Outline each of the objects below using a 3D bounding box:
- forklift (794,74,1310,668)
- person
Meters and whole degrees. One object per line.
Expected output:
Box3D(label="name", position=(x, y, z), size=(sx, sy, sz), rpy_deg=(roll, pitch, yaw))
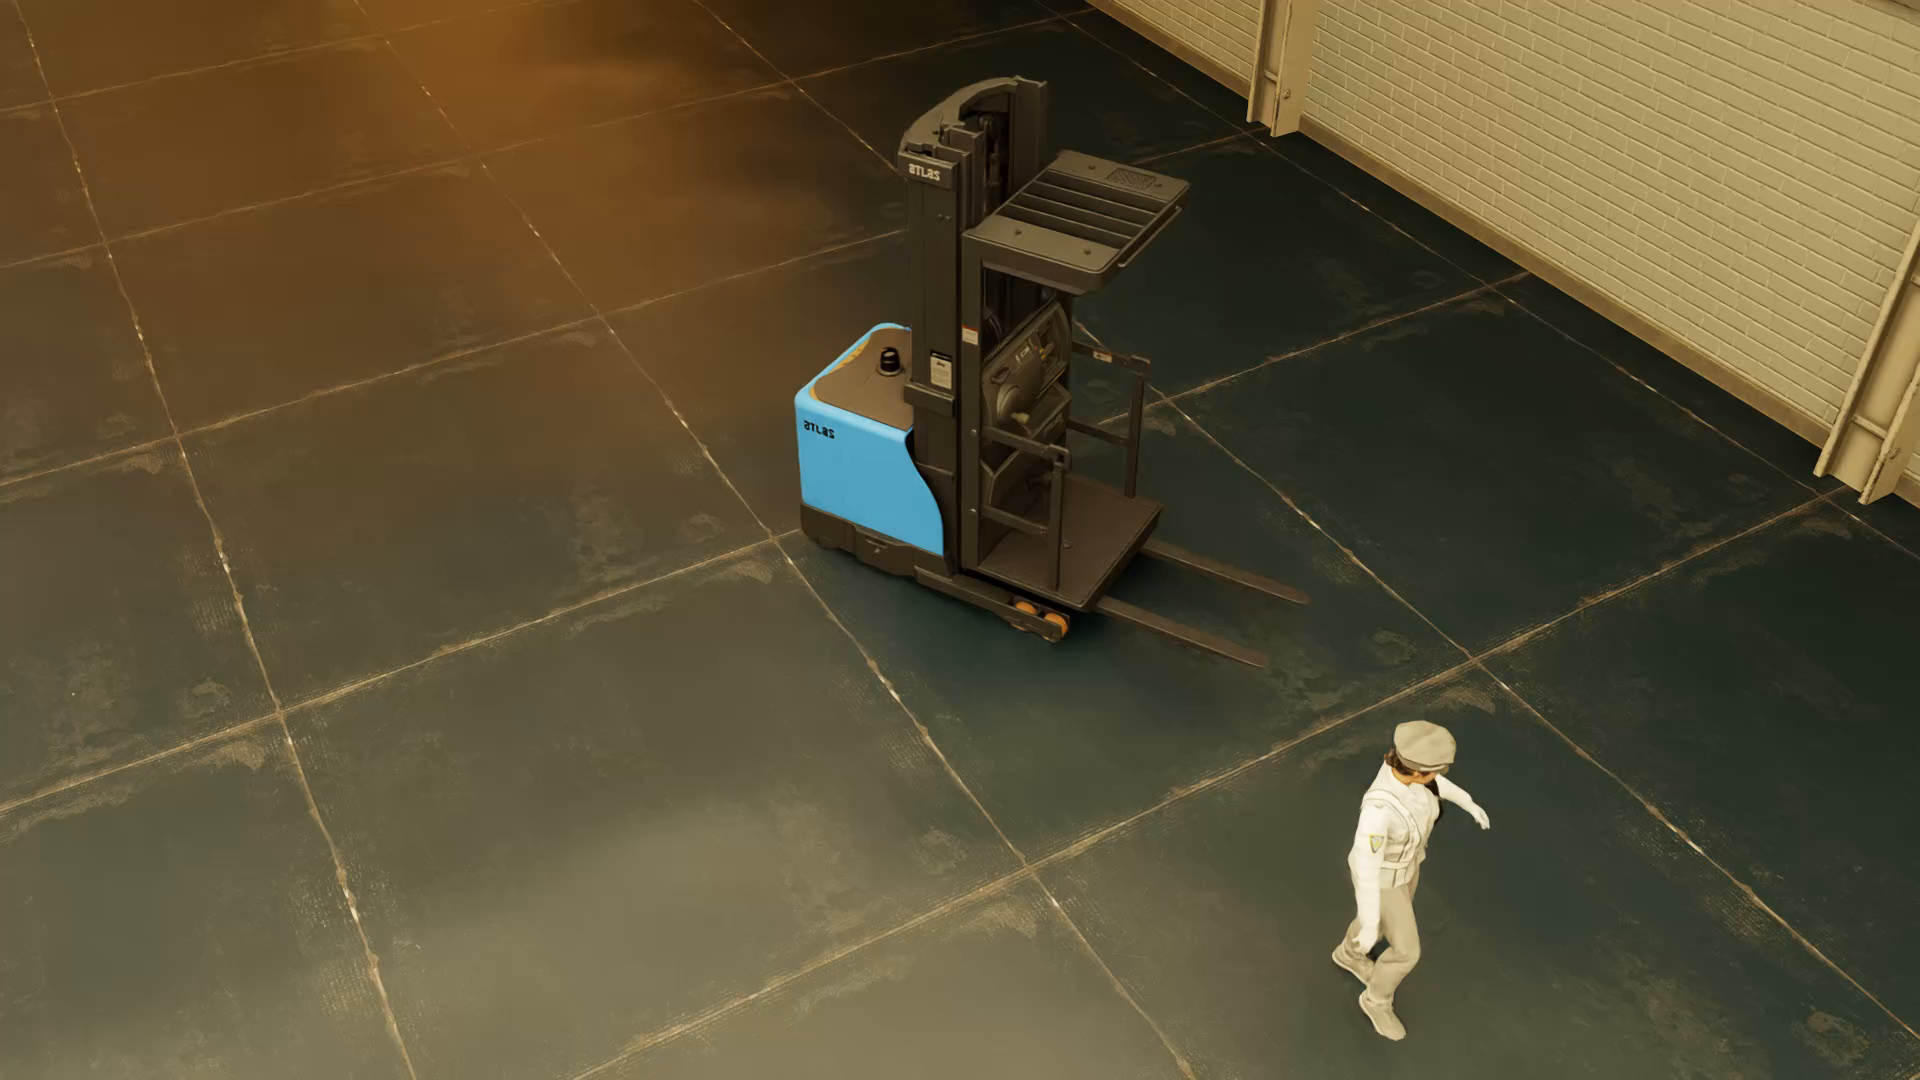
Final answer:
Box3D(label="forklift", position=(0.548, -0.928, 9.155), size=(3.031, 2.935, 1.130), rpy_deg=(21, 44, 23))
Box3D(label="person", position=(1.940, 1.488, 7.294), size=(0.480, 1.694, 0.873), rpy_deg=(24, 45, 26))
